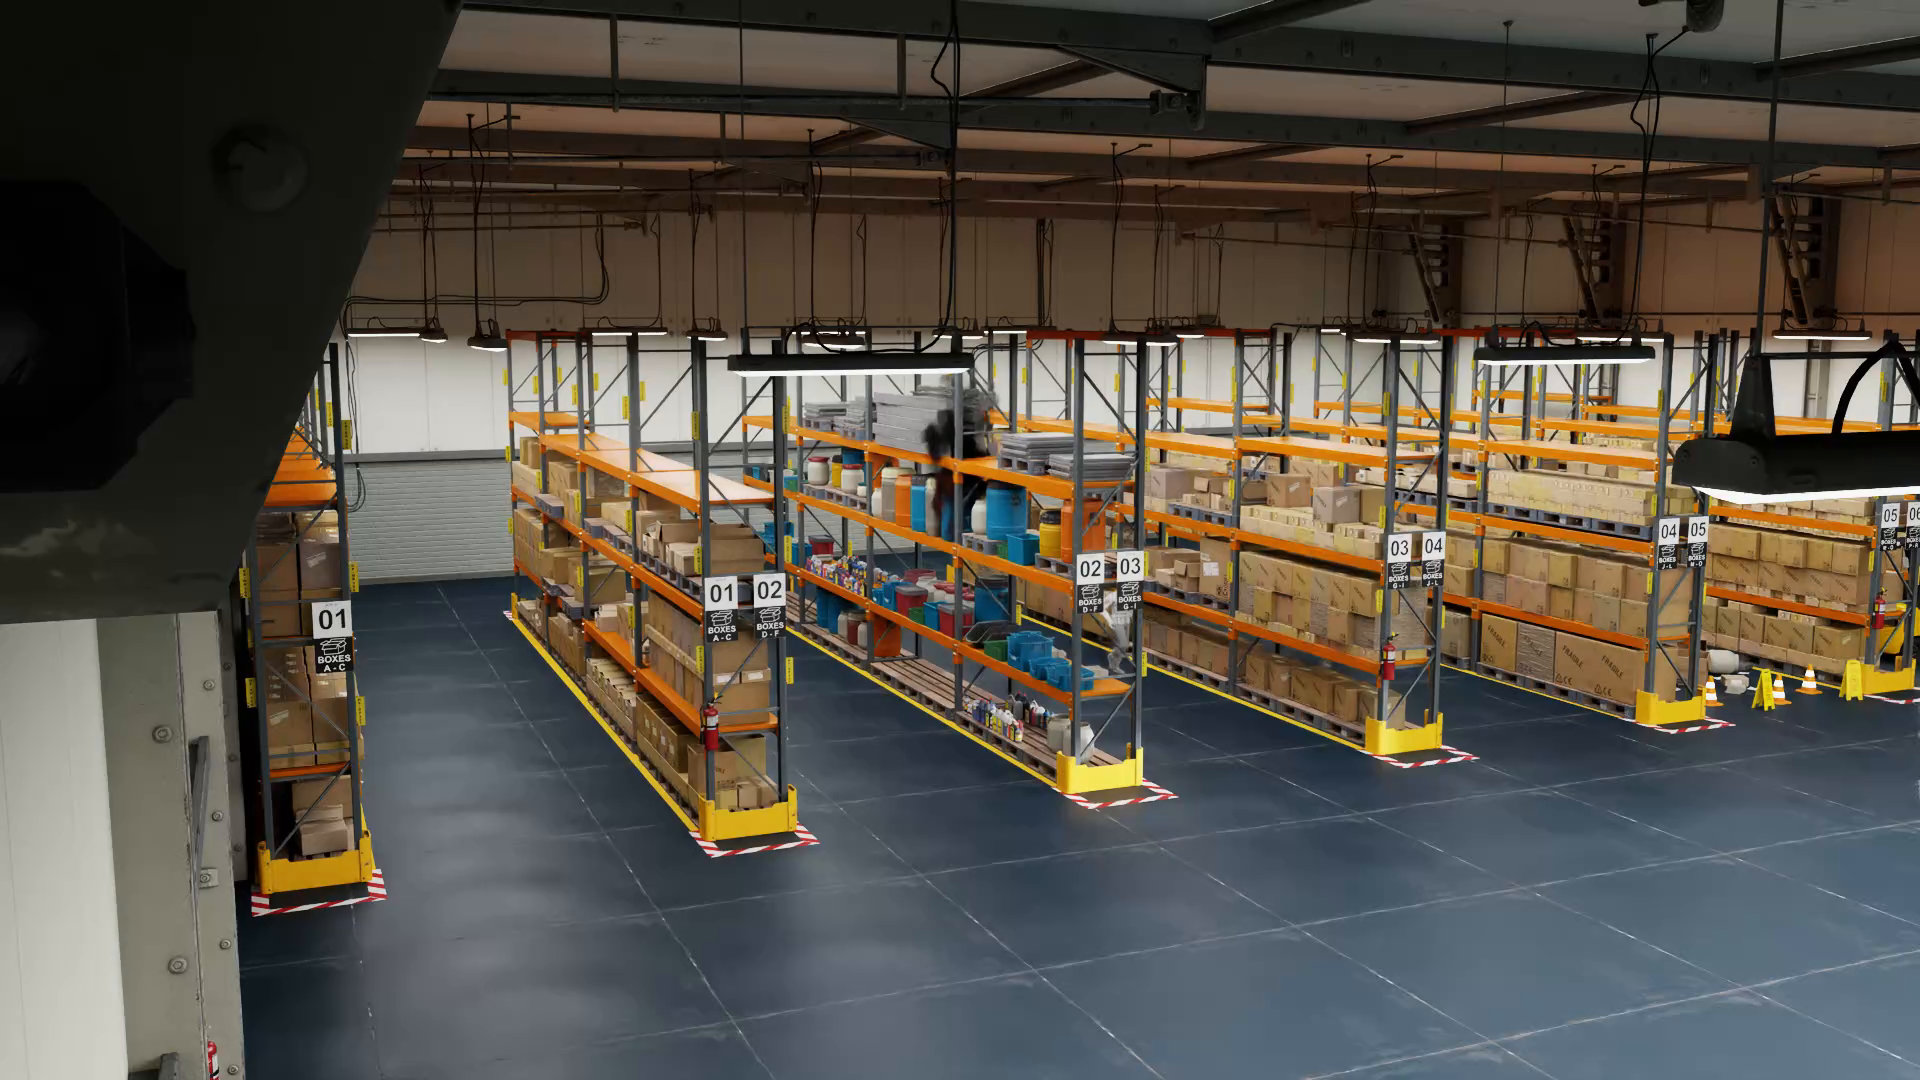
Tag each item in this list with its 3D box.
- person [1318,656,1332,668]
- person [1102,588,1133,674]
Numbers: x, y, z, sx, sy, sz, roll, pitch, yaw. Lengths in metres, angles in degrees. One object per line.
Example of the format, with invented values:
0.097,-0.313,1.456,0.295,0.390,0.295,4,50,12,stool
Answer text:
6.610,1.436,29.682,0.673,1.734,0.569,-5,9,-33,person
2.722,1.427,27.929,0.608,1.671,0.517,-6,10,-37,person
